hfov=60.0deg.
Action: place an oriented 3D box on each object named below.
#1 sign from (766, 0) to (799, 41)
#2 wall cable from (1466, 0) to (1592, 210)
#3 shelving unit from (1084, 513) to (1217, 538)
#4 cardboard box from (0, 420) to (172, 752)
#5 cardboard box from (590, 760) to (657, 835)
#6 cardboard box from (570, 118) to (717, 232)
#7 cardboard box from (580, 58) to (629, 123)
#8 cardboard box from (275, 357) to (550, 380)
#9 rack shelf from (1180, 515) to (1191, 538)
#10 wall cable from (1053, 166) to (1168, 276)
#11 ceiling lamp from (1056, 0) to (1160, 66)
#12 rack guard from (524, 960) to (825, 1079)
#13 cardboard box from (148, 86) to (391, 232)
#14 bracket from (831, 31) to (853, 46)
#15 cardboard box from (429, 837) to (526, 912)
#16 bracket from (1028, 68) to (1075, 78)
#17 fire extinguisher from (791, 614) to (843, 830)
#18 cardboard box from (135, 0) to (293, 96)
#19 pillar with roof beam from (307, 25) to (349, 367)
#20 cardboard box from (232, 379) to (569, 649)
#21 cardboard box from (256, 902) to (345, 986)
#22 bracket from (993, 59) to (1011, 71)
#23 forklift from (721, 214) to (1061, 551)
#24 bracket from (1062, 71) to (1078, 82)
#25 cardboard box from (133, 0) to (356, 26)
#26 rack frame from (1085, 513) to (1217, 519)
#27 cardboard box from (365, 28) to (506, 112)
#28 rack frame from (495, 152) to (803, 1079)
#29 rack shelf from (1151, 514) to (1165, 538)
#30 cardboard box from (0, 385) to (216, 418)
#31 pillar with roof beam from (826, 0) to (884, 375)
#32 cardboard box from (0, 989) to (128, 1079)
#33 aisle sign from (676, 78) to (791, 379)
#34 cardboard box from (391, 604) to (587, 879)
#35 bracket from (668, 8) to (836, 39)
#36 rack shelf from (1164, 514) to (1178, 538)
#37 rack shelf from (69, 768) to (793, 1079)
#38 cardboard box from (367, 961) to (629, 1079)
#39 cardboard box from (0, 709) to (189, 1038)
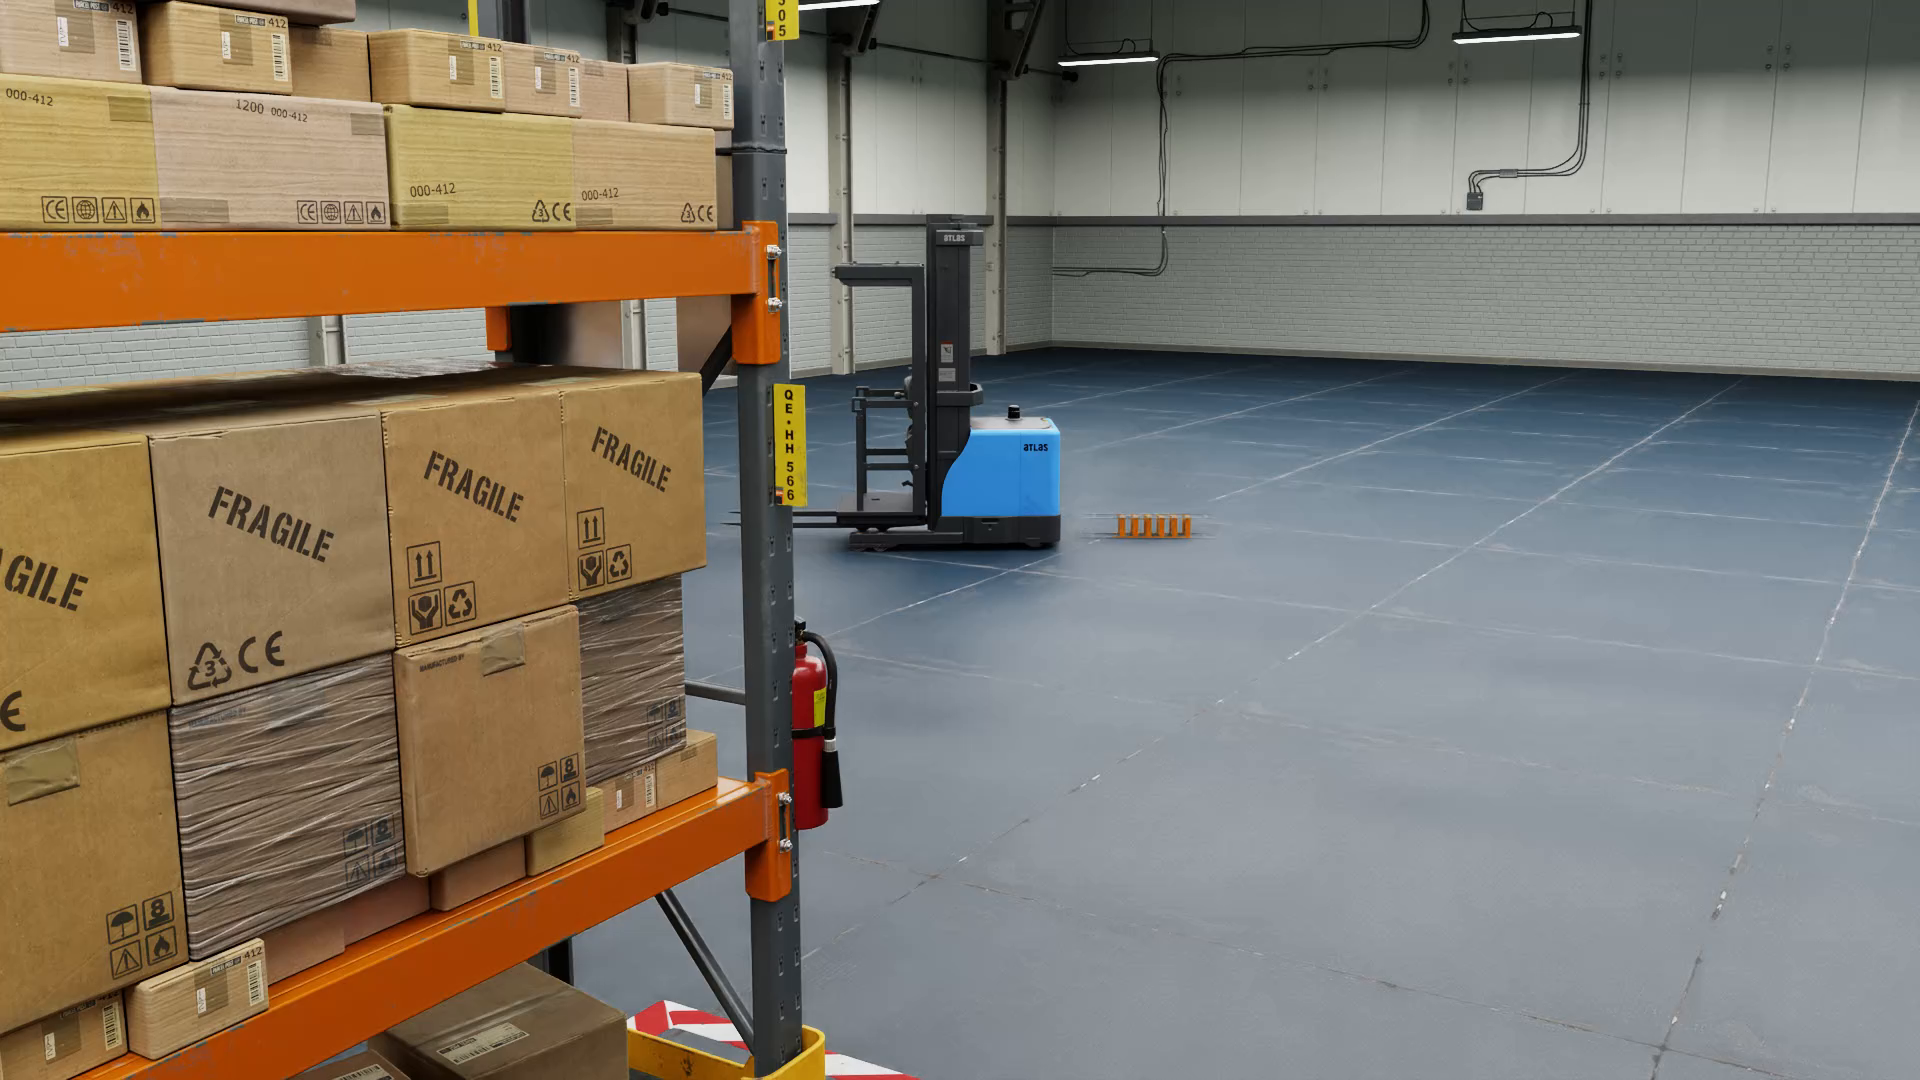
[{"bbox_3d":[-0.453,-1.437,4.218,0.100,0.325,0.005,6,12,31],"label":"sign"},{"bbox_3d":[11.578,-9.747,33.617,2.305,6.003,0.169,6,12,31],"label":"wall cable"},{"bbox_3d":[1.763,-0.133,15.434,1.200,0.189,0.258,0,11,1],"label":"shelving unit"},{"bbox_3d":[-1.774,0.075,2.902,0.500,0.500,0.500,6,12,31],"label":"cardboard box"},{"bbox_3d":[-1.019,0.643,4.344,0.380,0.149,0.250,6,12,31],"label":"cardboard box"},{"bbox_3d":[-0.950,-0.884,4.079,0.500,0.250,0.500,7,13,32],"label":"cardboard box"},{"bbox_3d":[-1.030,-1.077,4.026,0.380,0.149,0.250,6,12,29],"label":"cardboard box"},{"bbox_3d":[-1.435,-0.210,4.424,0.500,0.500,0.500,6,12,31],"label":"cardboard box"},{"bbox_3d":[2.078,-0.132,15.429,0.103,0.180,0.258,0,11,1],"label":"rack shelf"},{"bbox_3d":[3.472,-7.459,39.074,3.097,2.526,0.112,6,12,31],"label":"wall cable"},{"bbox_3d":[2.866,-10.455,30.781,2.000,3.185,0.800,6,12,31],"label":"ceiling lamp"},{"bbox_3d":[-0.956,1.657,5.042,1.175,0.500,0.348,6,12,31],"label":"rack guard"},{"bbox_3d":[-1.480,-0.726,3.232,0.500,0.250,0.500,7,13,32],"label":"cardboard box"},{"bbox_3d":[-2.215,-9.374,31.087,0.235,0.232,0.430,6,12,31],"label":"bracket"},{"bbox_3d":[-1.248,0.725,3.906,0.380,0.149,0.250,6,12,31],"label":"cardboard box"},{"bbox_3d":[2.255,-10.728,38.319,0.076,0.066,3.189,6,12,31],"label":"bracket"},{"bbox_3d":[-0.464,0.480,4.744,0.296,0.674,0.183,6,12,31],"label":"fire extinguisher"},{"bbox_3d":[-1.476,-0.903,3.095,0.380,0.149,0.250,6,12,28],"label":"cardboard box"},{"bbox_3d":[-4.853,-5.406,19.670,9.100,9.000,0.400,6,12,31],"label":"pillar with roof beam"},{"bbox_3d":[-1.246,-0.081,3.736,0.500,0.500,0.500,6,12,31],"label":"cardboard box"},{"bbox_3d":[-1.523,0.802,3.496,0.380,0.149,0.250,6,12,31],"label":"cardboard box"},{"bbox_3d":[0.901,-10.318,36.127,0.235,0.232,0.430,6,12,31],"label":"bracket"},{"bbox_3d":[-0.629,-1.438,14.965,3.031,2.935,1.130,0,11,-1],"label":"forklift"},{"bbox_3d":[2.562,-10.821,38.815,0.235,0.232,0.430,6,12,31],"label":"bracket"},{"bbox_3d":[-1.505,-1.231,3.086,0.500,0.500,0.500,6,12,31],"label":"cardboard box"},{"bbox_3d":[1.763,-0.223,15.417,1.200,0.006,0.240,0,11,1],"label":"rack frame"},{"bbox_3d":[-1.188,-0.982,3.517,0.380,0.149,0.250,6,12,31],"label":"cardboard box"},{"bbox_3d":[-0.917,0.416,4.876,1.000,3.000,0.127,6,12,31],"label":"rack frame"},{"bbox_3d":[1.838,-0.133,15.433,0.103,0.180,0.258,0,11,1],"label":"rack shelf"},{"bbox_3d":[-1.959,-0.054,3.587,0.500,0.500,0.500,6,12,31],"label":"cardboard box"},{"bbox_3d":[1.377,-7.293,29.751,9.100,9.000,0.548,6,12,31],"label":"pillar with roof beam"},{"bbox_3d":[-1.767,0.883,3.066,0.380,0.149,0.250,6,12,31],"label":"cardboard box"},{"bbox_3d":[-0.628,-0.843,4.536,0.394,0.787,0.004,6,12,31],"label":"aisle sign"},{"bbox_3d":[-1.383,0.395,3.910,0.875,0.500,0.500,6,12,31],"label":"cardboard box"},{"bbox_3d":[-3.552,-8.969,28.922,0.076,0.066,4.783,6,12,31],"label":"bracket"},{"bbox_3d":[1.958,-0.132,15.431,0.103,0.180,0.258,0,11,1],"label":"rack shelf"},{"bbox_3d":[-1.955,1.084,3.262,1.077,0.370,4.000,6,12,31],"label":"rack shelf"},{"bbox_3d":[-1.255,1.535,4.551,0.500,0.500,0.500,9,14,41],"label":"cardboard box"},{"bbox_3d":[-1.949,0.547,3.098,0.875,0.500,0.500,6,12,31],"label":"cardboard box"}]
